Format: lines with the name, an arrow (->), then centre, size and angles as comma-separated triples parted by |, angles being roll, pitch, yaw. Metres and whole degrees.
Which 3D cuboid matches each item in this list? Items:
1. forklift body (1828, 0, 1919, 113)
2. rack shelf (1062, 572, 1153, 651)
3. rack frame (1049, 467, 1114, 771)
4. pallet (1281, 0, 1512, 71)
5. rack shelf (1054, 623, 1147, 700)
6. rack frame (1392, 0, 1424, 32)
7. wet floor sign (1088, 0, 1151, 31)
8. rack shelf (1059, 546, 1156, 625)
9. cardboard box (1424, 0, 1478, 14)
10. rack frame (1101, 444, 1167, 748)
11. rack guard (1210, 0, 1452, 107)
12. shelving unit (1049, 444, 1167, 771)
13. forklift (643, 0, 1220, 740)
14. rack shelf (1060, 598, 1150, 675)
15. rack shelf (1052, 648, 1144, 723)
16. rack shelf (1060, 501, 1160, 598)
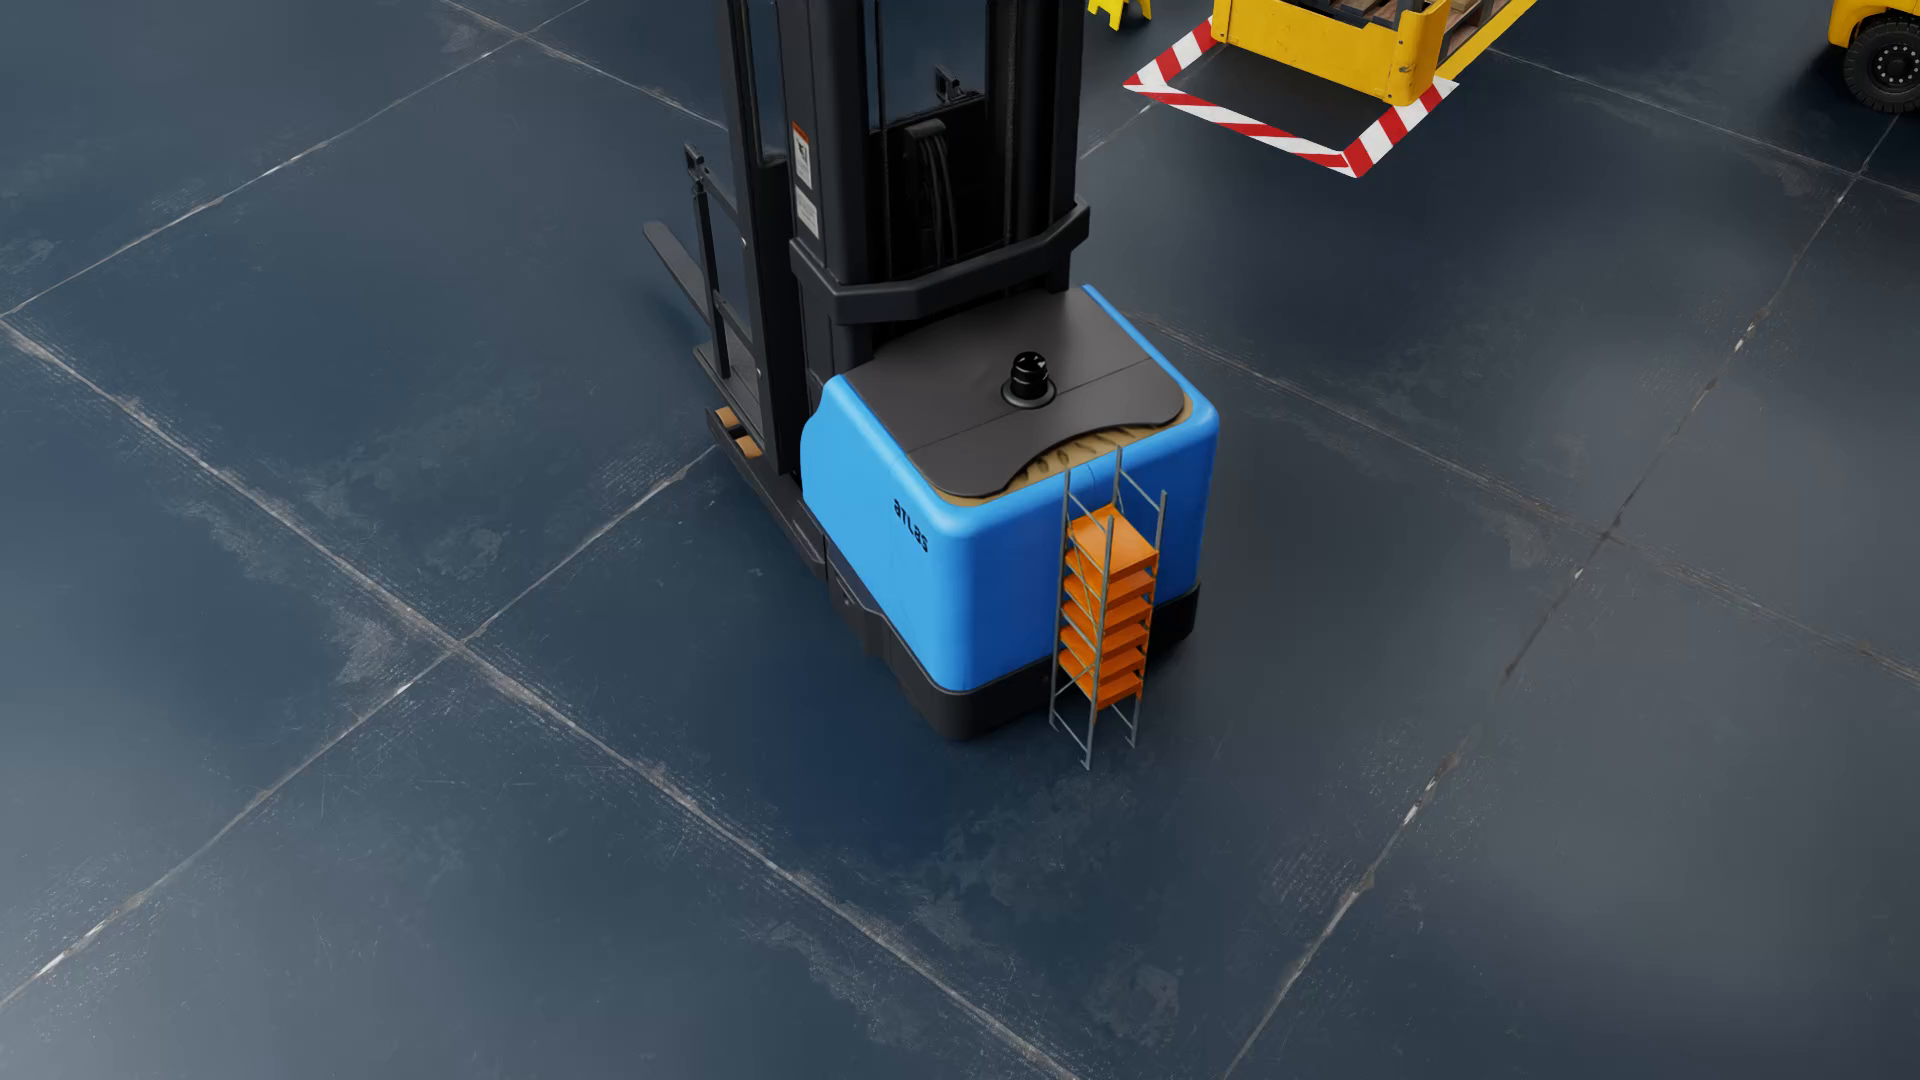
forklift body -> 5.467, -2.905, 7.537 | 2.313, 2.155, 1.214 | 29, 53, 25
rack shelf -> 0.446, 0.192, 5.132 | 0.180, 0.103, 0.258 | -24, 51, -21
rack frame -> 0.367, 0.279, 5.154 | 0.006, 1.200, 0.240 | -24, 51, -21
pallet -> 2.392, -3.028, 8.997 | 1.003, 0.211, 1.213 | 29, 53, 25
rack shelf -> 0.446, 0.358, 5.306 | 0.180, 0.103, 0.258 | -24, 51, -21
rack frame -> 1.821, -3.499, 7.518 | 1.000, 3.000, 0.127 | 29, 53, 25
wet floor sign -> 0.858, -3.050, 8.717 | 0.232, 0.644, 0.267 | -25, 51, -22
rack shelf -> 0.446, 0.109, 5.046 | 0.180, 0.103, 0.258 | -24, 51, -21
cardboard box -> 2.533, -3.033, 8.684 | 0.500, 0.250, 0.500 | 29, 53, 25
rack frame -> 0.524, 0.210, 5.220 | 0.006, 1.200, 0.240 | -24, 51, -21
rack guard -> 1.868, -2.679, 8.463 | 1.175, 0.500, 0.348 | 29, 53, 25
shelving unit -> 0.446, 0.244, 5.187 | 0.189, 1.200, 0.258 | -24, 51, -21
forklift -> -0.342, -1.410, 5.570 | 1.130, 2.935, 3.031 | -23, 50, -20
rack shelf -> 0.446, 0.275, 5.219 | 0.180, 0.103, 0.258 | -24, 51, -21
rack shelf -> 0.446, 0.441, 5.393 | 0.180, 0.103, 0.258 | -24, 51, -21
rack shelf -> 0.446, 0.026, 4.959 | 0.180, 0.103, 0.258 | -24, 51, -21
